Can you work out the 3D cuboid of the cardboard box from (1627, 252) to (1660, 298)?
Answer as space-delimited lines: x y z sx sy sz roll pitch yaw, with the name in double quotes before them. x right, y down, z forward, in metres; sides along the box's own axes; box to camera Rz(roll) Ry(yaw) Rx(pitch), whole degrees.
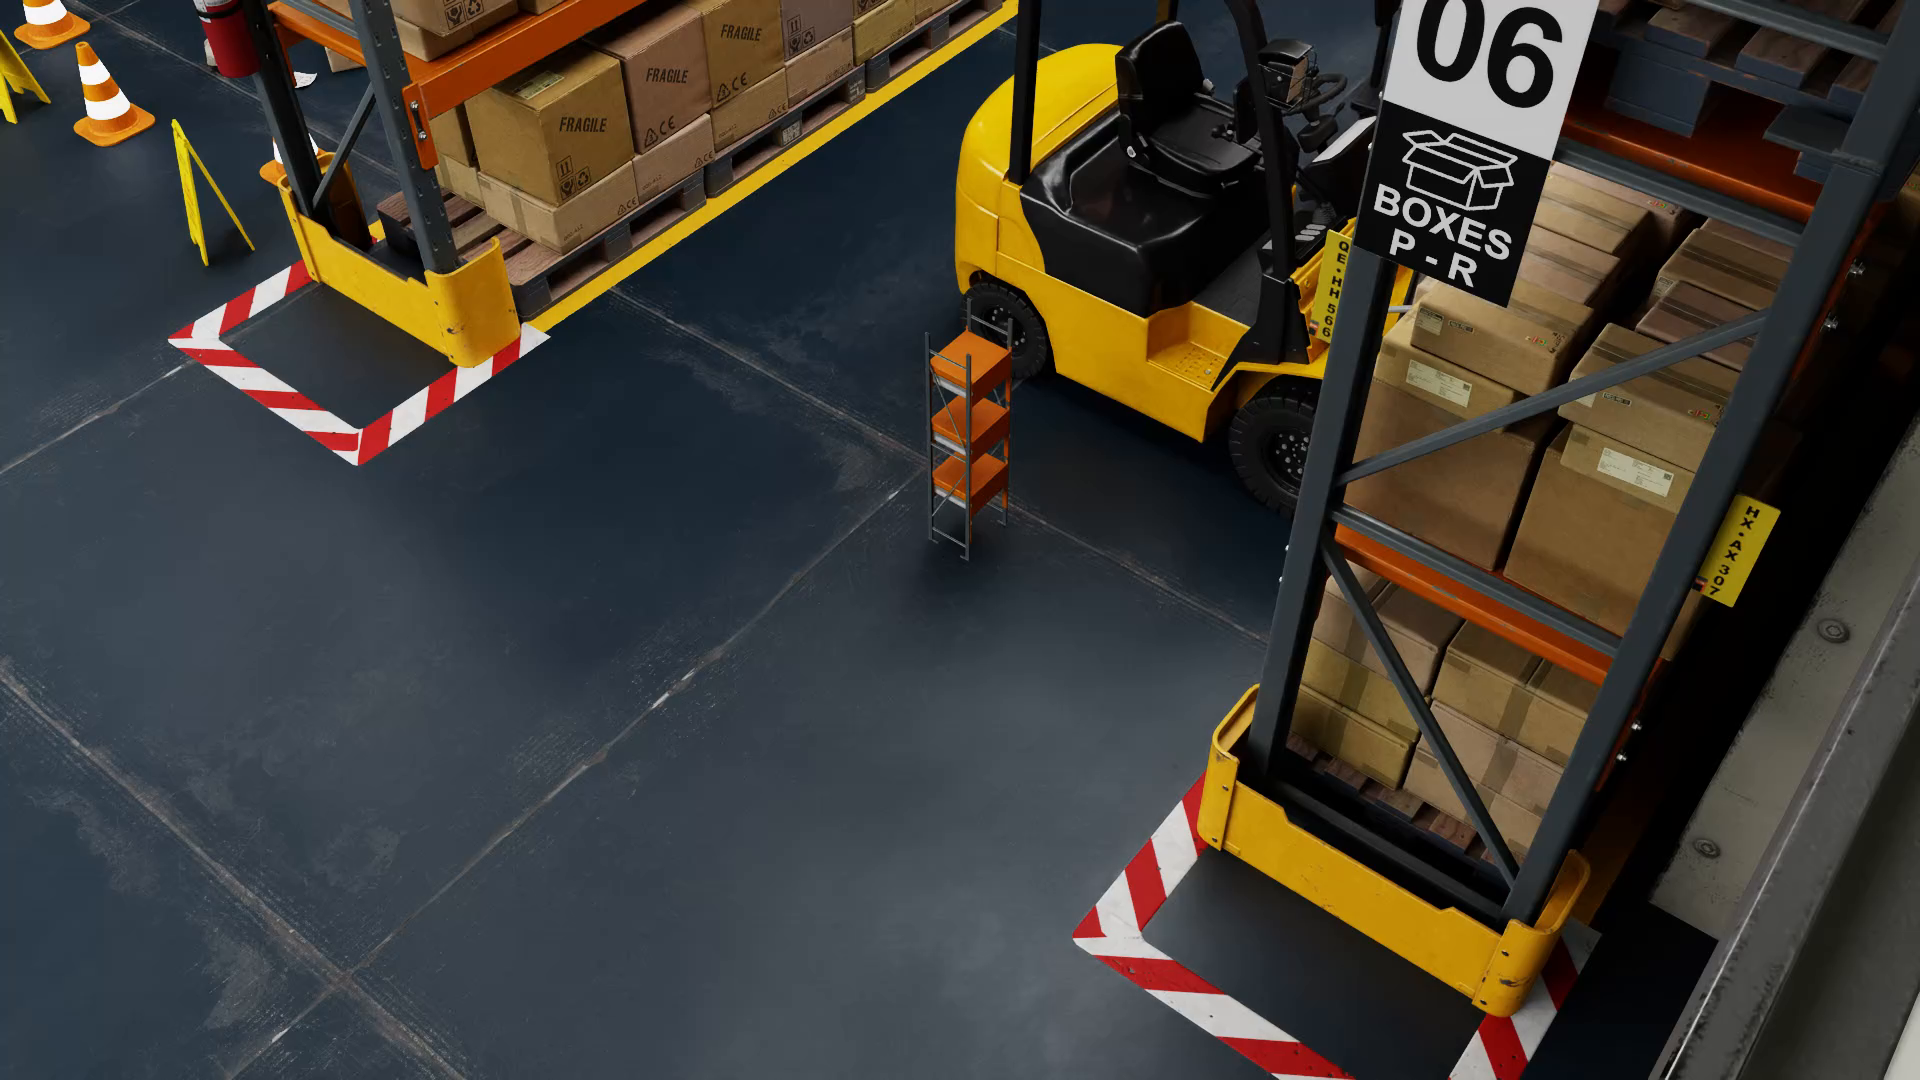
"cardboard box" 1.854 -0.895 4.876 0.380 0.149 0.250 29 53 25

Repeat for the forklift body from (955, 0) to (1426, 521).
"forklift body" 1.079 -1.495 6.554 2.313 2.155 1.214 29 53 25

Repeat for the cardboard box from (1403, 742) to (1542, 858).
"cardboard box" 1.819 0.713 5.468 0.500 0.250 0.500 29 53 25

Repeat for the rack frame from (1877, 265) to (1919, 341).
"rack frame" 3.809 -2.186 6.627 1.000 3.000 0.127 29 53 25

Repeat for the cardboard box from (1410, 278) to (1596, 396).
"cardboard box" 1.416 -0.557 4.347 0.380 0.149 0.250 29 53 25

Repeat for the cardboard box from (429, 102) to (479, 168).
"cardboard box" -2.283 -2.117 7.654 0.500 0.500 0.500 30 53 25

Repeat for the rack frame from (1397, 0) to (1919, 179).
"rack frame" 1.363 -1.969 2.271 1.000 3.000 0.127 29 53 25

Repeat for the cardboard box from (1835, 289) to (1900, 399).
"cardboard box" 3.375 -0.882 6.647 0.500 0.250 0.500 30 53 26

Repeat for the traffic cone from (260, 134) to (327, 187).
"traffic cone" -3.325 -2.029 8.232 0.336 0.463 0.334 29 53 25

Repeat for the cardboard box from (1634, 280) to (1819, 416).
"cardboard box" 1.950 -0.481 4.274 0.380 0.149 0.250 31 54 26

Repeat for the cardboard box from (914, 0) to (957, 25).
"cardboard box" -0.270 -3.116 9.127 0.500 0.250 0.500 32 54 27

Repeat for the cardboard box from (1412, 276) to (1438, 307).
"cardboard box" 1.486 -0.637 4.630 0.380 0.149 0.250 30 53 26

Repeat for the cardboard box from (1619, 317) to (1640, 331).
"cardboard box" 1.877 -0.404 4.407 0.380 0.149 0.250 29 53 25

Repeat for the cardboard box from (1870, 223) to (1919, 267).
"cardboard box" 2.618 -0.939 4.918 0.380 0.149 0.250 31 54 26

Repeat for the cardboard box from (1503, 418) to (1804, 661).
"cardboard box" 1.886 -0.092 4.558 0.500 0.500 0.500 31 54 26

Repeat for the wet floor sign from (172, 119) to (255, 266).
"wet floor sign" -3.530 -1.640 7.734 0.232 0.644 0.267 -25 51 -22

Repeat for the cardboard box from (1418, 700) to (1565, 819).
"cardboard box" 1.815 0.558 5.271 0.500 0.250 0.500 30 53 26

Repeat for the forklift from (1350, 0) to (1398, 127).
"forklift" 2.625 -3.023 7.473 1.130 2.935 3.031 22 50 20

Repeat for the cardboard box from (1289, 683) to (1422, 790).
"cardboard box" 1.401 0.499 5.673 0.500 0.250 0.500 30 53 25

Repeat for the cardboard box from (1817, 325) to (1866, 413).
"cardboard box" 2.491 -0.690 5.129 0.500 0.500 0.500 29 53 25

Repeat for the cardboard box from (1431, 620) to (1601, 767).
"cardboard box" 1.807 0.371 5.104 0.500 0.250 0.500 28 53 24

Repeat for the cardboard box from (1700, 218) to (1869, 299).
"cardboard box" 2.238 -0.783 4.563 0.380 0.149 0.250 29 53 25

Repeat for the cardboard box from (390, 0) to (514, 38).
"cardboard box" -2.058 -2.375 6.532 0.500 0.500 0.500 28 53 24

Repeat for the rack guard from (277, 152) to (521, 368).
"rack guard" -2.520 -1.269 7.480 1.175 0.500 0.348 29 53 25

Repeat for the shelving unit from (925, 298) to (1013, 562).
"shelving unit" 0.033 -0.393 6.263 0.215 1.050 0.252 29 53 25

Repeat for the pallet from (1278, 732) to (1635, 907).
"pallet" 1.798 0.610 5.884 1.003 0.211 1.213 29 53 25

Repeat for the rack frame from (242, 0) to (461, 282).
"rack frame" -2.567 -2.089 6.534 1.000 3.000 0.127 29 53 25

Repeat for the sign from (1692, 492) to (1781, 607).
"sign" 1.799 0.025 3.861 0.100 0.325 0.005 29 53 25

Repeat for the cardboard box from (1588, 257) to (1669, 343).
"cardboard box" 1.781 -0.622 5.064 0.500 0.500 0.500 31 54 26

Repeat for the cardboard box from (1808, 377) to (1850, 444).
"cardboard box" 3.369 -0.721 6.838 0.500 0.250 0.500 29 53 25

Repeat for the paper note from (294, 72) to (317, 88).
"paper note" -3.564 -2.485 8.965 0.148 0.019 0.142 13 48 12

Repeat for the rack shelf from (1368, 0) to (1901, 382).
"rack shelf" 2.586 -1.829 4.709 1.077 0.370 4.000 29 53 25

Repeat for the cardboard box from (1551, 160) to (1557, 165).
"cardboard box" 1.963 -1.181 4.943 0.380 0.149 0.250 30 53 26

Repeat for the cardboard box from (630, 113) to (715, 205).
"cardboard box" -1.537 -1.913 7.977 0.500 0.250 0.500 31 54 26

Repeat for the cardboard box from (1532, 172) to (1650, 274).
"cardboard box" 1.680 -0.873 4.649 0.380 0.149 0.250 30 53 26

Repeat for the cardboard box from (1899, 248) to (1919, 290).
"cardboard box" 3.137 -1.265 5.677 0.500 0.500 0.500 28 52 24

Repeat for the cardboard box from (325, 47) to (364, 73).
"cardboard box" -3.364 -2.747 9.134 0.250 0.149 0.380 -17 49 -15

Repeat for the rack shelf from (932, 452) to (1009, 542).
"rack shelf" 0.033 -0.194 6.471 0.215 0.259 0.240 29 53 25

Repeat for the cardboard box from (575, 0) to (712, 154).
"cardboard box" -1.524 -2.198 7.731 0.500 0.500 0.500 27 52 24

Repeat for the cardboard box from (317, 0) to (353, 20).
"cardboard box" -2.507 -2.311 6.920 0.380 0.149 0.250 31 54 26

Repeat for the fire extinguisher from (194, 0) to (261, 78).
"fire extinguisher" -3.001 -2.201 6.694 0.296 0.674 0.183 29 53 25

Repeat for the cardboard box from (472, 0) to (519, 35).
"cardboard box" -2.052 -2.256 6.868 0.380 0.149 0.250 30 53 26

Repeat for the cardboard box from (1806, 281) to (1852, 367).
"cardboard box" 2.249 -0.673 4.664 0.380 0.149 0.250 27 52 24

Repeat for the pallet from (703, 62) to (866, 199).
"pallet" -1.249 -2.314 8.677 1.003 0.211 1.213 29 53 25

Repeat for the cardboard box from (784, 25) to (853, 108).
"cardboard box" -0.902 -2.518 8.555 0.500 0.250 0.500 30 53 26

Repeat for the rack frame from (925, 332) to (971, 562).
"rack frame" -0.042 -0.323 6.196 0.200 1.050 0.008 29 53 25

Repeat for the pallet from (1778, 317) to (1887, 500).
"pallet" 3.290 -0.786 7.218 1.003 0.211 1.213 29 53 25

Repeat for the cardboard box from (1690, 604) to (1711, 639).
"cardboard box" 2.450 0.141 6.015 0.500 0.250 0.500 29 53 25

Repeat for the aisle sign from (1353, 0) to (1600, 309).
"aisle sign" 1.091 -0.887 3.588 0.394 0.787 0.004 29 53 25

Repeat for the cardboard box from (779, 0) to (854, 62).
"cardboard box" -0.891 -2.791 8.297 0.500 0.500 0.500 32 54 27
